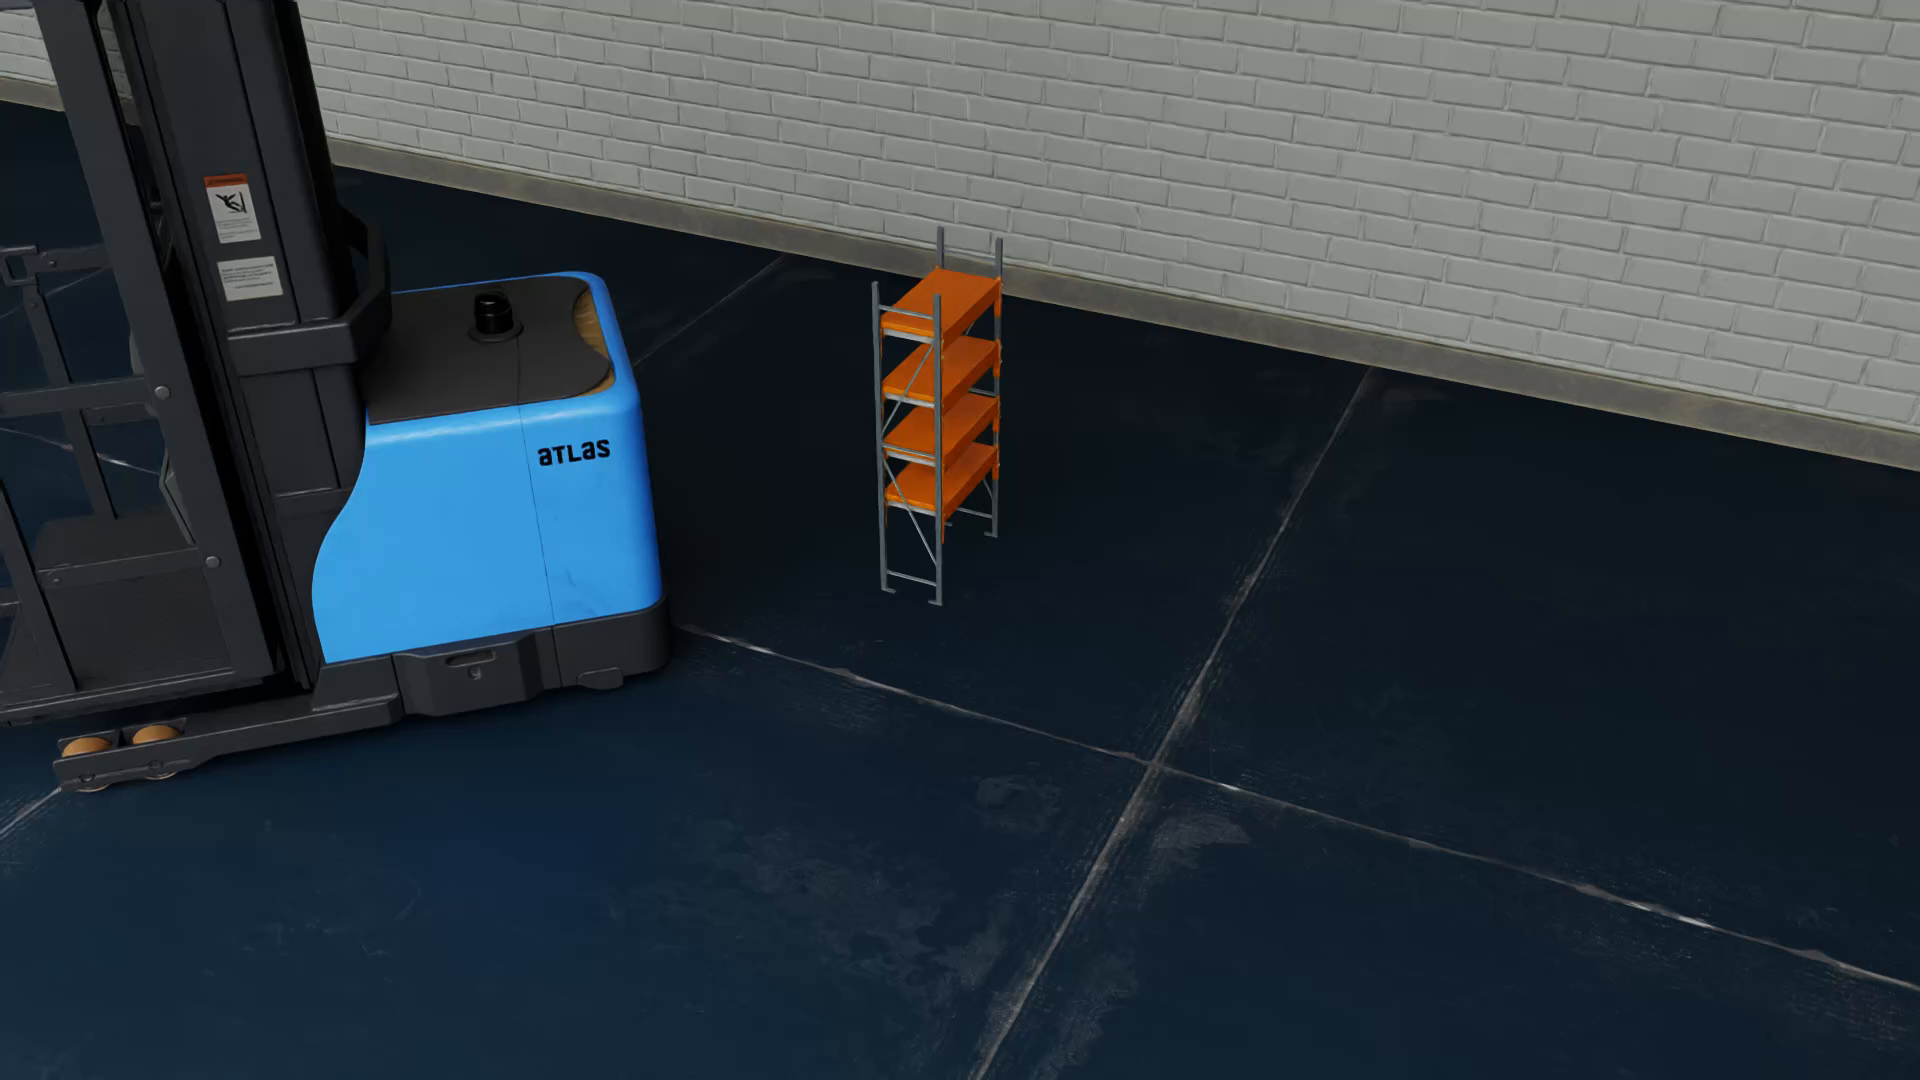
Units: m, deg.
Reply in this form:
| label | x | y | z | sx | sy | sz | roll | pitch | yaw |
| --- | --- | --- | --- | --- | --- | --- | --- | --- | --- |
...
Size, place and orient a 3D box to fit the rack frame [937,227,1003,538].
| label | x | y | z | sx | sy | sz | roll | pitch | yaw |
| --- | --- | --- | --- | --- | --- | --- | --- | --- | --- |
| rack frame | 0.033 | -0.541 | 5.981 | 0.240 | 1.200 | 0.015 | 14 | 36 | 20 |

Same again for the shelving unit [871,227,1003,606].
| label | x | y | z | sx | sy | sz | roll | pitch | yaw |
| --- | --- | --- | --- | --- | --- | --- | --- | --- | --- |
| shelving unit | -0.069 | -0.419 | 5.795 | 0.258 | 1.200 | 0.503 | 14 | 36 | 20 |

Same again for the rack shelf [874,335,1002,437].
| label | x | y | z | sx | sy | sz | roll | pitch | yaw |
| --- | --- | --- | --- | --- | --- | --- | --- | --- | --- |
| rack shelf | -0.069 | -0.550 | 5.710 | 0.258 | 0.148 | 0.480 | 14 | 36 | 20 |

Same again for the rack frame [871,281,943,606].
| label | x | y | z | sx | sy | sz | roll | pitch | yaw |
| --- | --- | --- | --- | --- | --- | --- | --- | --- | --- |
| rack frame | -0.171 | -0.298 | 5.610 | 0.240 | 1.200 | 0.015 | 14 | 36 | 20 |

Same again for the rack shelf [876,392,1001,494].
| label | x | y | z | sx | sy | sz | roll | pitch | yaw |
| --- | --- | --- | --- | --- | --- | --- | --- | --- | --- |
| rack shelf | -0.069 | -0.363 | 5.832 | 0.258 | 0.148 | 0.480 | 14 | 36 | 20 |

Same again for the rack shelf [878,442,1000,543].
| label | x | y | z | sx | sy | sz | roll | pitch | yaw |
| --- | --- | --- | --- | --- | --- | --- | --- | --- | --- |
| rack shelf | -0.069 | -0.197 | 5.941 | 0.258 | 0.148 | 0.480 | 14 | 36 | 20 |

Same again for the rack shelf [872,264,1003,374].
| label | x | y | z | sx | sy | sz | roll | pitch | yaw |
| --- | --- | --- | --- | --- | --- | --- | --- | --- | --- |
| rack shelf | -0.069 | -0.748 | 5.580 | 0.258 | 0.148 | 0.480 | 14 | 36 | 20 |

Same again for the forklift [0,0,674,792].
| label | x | y | z | sx | sy | sz | roll | pitch | yaw |
| --- | --- | --- | --- | --- | --- | --- | --- | --- | --- |
| forklift | -2.529 | -0.781 | 4.768 | 3.031 | 2.935 | 1.130 | -9 | 34 | -14 |
